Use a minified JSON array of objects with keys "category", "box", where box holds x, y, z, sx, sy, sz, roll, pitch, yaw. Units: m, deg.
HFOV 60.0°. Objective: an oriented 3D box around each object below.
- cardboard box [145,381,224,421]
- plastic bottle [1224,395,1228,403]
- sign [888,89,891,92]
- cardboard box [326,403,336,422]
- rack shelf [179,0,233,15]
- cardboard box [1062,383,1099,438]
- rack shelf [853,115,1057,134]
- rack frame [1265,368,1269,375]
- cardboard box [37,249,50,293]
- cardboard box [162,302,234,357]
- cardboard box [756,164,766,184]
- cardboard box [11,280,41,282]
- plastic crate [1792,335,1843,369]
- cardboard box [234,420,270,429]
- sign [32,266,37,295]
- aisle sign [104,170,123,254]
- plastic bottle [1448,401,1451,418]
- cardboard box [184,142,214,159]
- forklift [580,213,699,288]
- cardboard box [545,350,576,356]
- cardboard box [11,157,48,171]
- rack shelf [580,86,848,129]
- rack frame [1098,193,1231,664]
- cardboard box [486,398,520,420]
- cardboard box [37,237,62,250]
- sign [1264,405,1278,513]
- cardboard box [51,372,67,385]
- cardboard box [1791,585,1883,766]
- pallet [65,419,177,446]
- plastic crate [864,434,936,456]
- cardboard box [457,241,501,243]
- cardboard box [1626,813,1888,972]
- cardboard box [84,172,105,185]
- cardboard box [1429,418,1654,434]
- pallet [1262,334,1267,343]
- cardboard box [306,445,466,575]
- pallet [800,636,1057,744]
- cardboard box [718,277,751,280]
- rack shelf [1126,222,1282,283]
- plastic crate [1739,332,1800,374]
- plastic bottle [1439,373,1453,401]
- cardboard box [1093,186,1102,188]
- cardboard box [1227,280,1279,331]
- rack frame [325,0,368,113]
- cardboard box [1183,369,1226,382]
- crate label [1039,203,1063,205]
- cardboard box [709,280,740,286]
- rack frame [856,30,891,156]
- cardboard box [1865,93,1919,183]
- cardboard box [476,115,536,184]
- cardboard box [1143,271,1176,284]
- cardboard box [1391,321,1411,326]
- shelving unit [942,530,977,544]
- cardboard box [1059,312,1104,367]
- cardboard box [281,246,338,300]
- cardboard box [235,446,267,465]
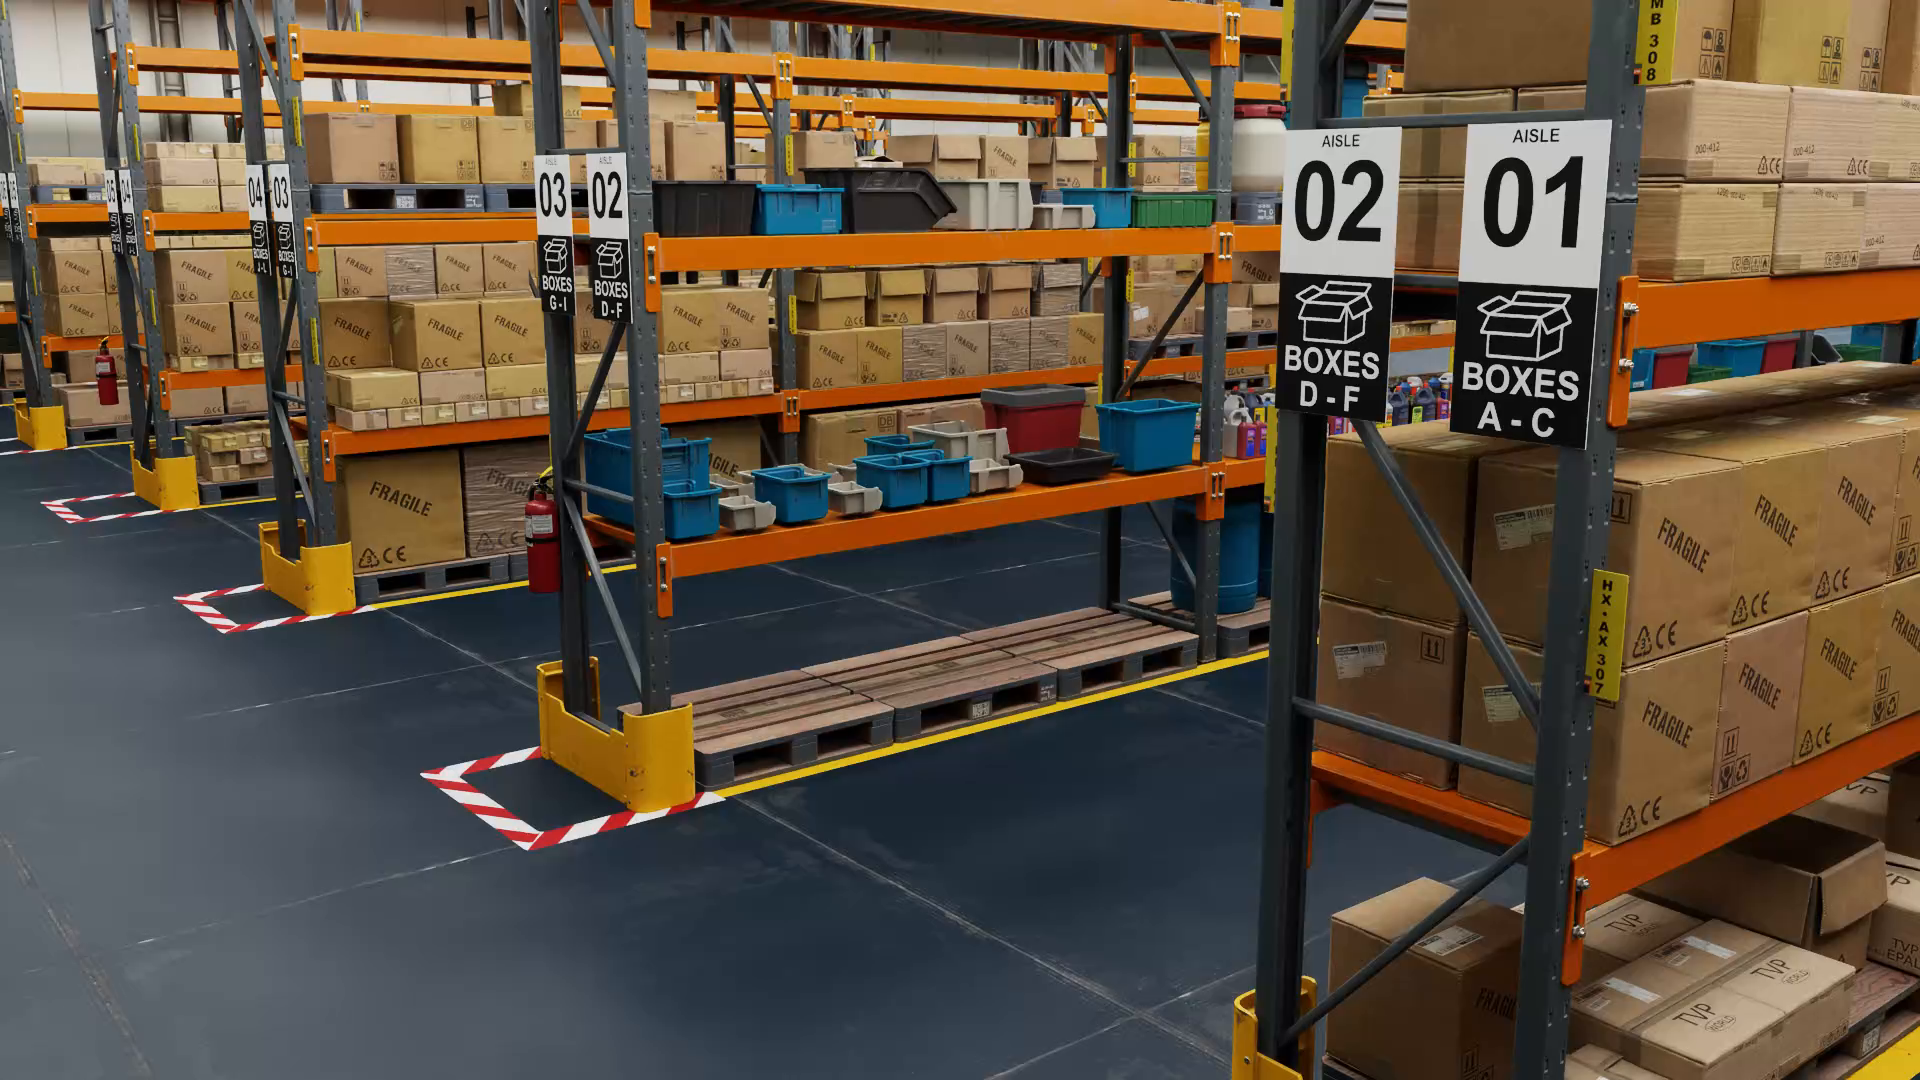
[{"category":"cardboard box","box":[-9.928,-1.813,21.103,0.875,0.438,0.875,-9,15,-36]},{"category":"plastic bottle","box":[1.832,-0.896,11.744,0.185,0.351,0.144,-9,15,-38]},{"category":"sign","box":[-1.372,-8.860,32.251,0.005,0.325,0.100,-9,15,-38]},{"category":"cardboard box","box":[-4.827,-1.008,12.761,0.250,0.149,0.380,-9,15,-37]},{"category":"rack shelf","box":[-12.632,-7.912,23.953,4.000,0.370,1.077,-9,15,-38]},{"category":"cardboard box","box":[0.796,-1.150,16.926,0.875,0.875,1.225,-10,16,-40]},{"category":"rack shelf","box":[-0.158,-7.037,27.843,4.000,0.370,1.077,-9,15,-38]},{"category":"rack frame","box":[4.575,-3.925,25.894,0.127,3.000,1.000,-9,15,-38]},{"category":"cardboard box","box":[-10.862,-3.278,20.198,0.500,0.500,0.500,-9,15,-36]},{"category":"cardboard box","box":[-7.396,-2.057,16.138,0.500,0.500,0.500,-9,15,-35]},{"category":"cardboard box","box":[-2.341,-4.221,19.825,0.500,0.500,0.500,-9,15,-38]},{"category":"cardboard box","box":[-13.597,-3.685,24.407,0.500,0.250,0.500,-9,15,-37]},{"category":"plastic crate","box":[8.053,-1.802,16.045,0.504,0.338,0.767,-9,15,-38]},{"category":"cardboard box","box":[-7.309,-1.139,17.189,0.250,0.149,0.380,-10,15,-39]},{"category":"sign","box":[-10.748,-3.010,19.310,0.005,0.325,0.100,-9,15,-38]},{"category":"aisle sign","box":[-8.163,-3.160,16.031,0.004,0.787,0.394,-9,15,-38]},{"category":"plastic bottle","box":[3.579,-0.917,12.205,0.097,0.201,0.097,0,12,0]},{"category":"cardboard box","box":[-7.313,-3.718,15.893,0.250,0.149,0.380,-9,15,-35]},{"category":"forklift","box":[-2.903,-1.943,16.721,1.130,2.935,3.031,7,14,29]},{"category":"cardboard box","box":[-3.489,-1.410,13.692,0.500,0.250,0.500,-9,15,-38]},{"category":"cardboard box","box":[-13.282,-5.307,23.622,0.500,0.250,0.500,-10,15,-38]},{"category":"rack shelf","box":[-3.234,-5.015,19.276,4.000,0.370,1.077,-9,15,-38]},{"category":"rack frame","box":[1.318,-0.747,10.927,0.127,3.000,1.000,-9,15,-38]},{"category":"cardboard box","box":[-3.615,-1.035,12.886,0.250,0.149,0.380,-10,15,-39]},{"category":"cardboard box","box":[-10.935,-3.573,20.026,0.250,0.149,0.380,-9,15,-37]},{"category":"sign","box":[0.955,-0.238,4.980,0.005,0.325,0.100,-9,15,-38]},{"category":"cardboard box","box":[-13.301,-2.367,24.408,0.250,0.149,0.380,-10,16,-40]},{"category":"cardboard box","box":[2.591,0.379,5.380,0.500,0.500,0.500,-9,15,-38]},{"category":"pallet","box":[-10.515,-1.391,20.674,1.213,0.211,1.003,-9,15,-38]},{"category":"plastic crate","box":[-0.362,-0.484,9.945,0.300,0.233,0.416,-9,15,-38]},{"category":"cardboard box","box":[-5.300,-3.033,18.326,0.500,0.500,0.500,-9,15,-36]},{"category":"cardboard box","box":[2.946,1.307,6.203,0.637,0.503,0.797,-9,15,-38]},{"category":"cardboard box","box":[-10.517,-4.378,20.157,0.250,0.149,0.380,-11,16,-42]},{"category":"cardboard box","box":[1.856,-0.131,5.374,0.500,0.500,0.500,-9,15,-36]},{"category":"pallet","box":[3.783,-2.419,19.263,1.213,0.211,1.003,-9,15,-38]},{"category":"cardboard box","box":[-4.449,-0.294,12.895,0.875,0.875,0.875,-9,15,-38]},{"category":"pallet","box":[-0.185,0.877,9.988,1.213,0.211,1.003,-9,15,-38]},{"category":"cardboard box","box":[-2.763,-3.132,20.317,0.250,0.149,0.380,-10,16,-40]},{"category":"rack shelf","box":[2.880,-2.122,11.912,4.000,0.370,1.077,-9,15,-38]},{"category":"plastic crate","box":[7.378,-1.704,15.280,0.583,0.464,0.402,-9,15,-38]},{"category":"plastic bottle","box":[3.902,-1.202,13.367,0.135,0.276,0.152,-9,15,-38]},{"category":"cardboard box","box":[1.566,-3.565,17.337,0.500,0.250,0.500,-9,15,-38]},{"category":"cardboard box","box":[3.175,-2.605,18.415,0.637,0.503,0.797,-8,14,-32]},{"category":"rack frame","box":[-7.967,-6.093,21.657,0.127,3.000,1.000,-9,15,-38]},{"category":"cardboard box","box":[3.401,-2.878,25.067,0.875,0.875,0.875,-10,15,-39]},{"category":"crate label","box":[0.756,-2.069,10.565,0.466,0.136,0.293,-9,15,-38]},{"category":"cardboard box","box":[-2.779,-2.956,19.488,0.250,0.149,0.380,-9,15,-35]},{"category":"rack frame","box":[-1.700,-8.454,32.779,0.127,3.000,1.000,-9,15,-38]},{"category":"cardboard box","box":[2.631,-1.217,5.075,0.500,0.250,0.500,-9,15,-38]},{"category":"cardboard box","box":[-3.638,-3.007,12.854,0.500,0.500,0.700,-11,16,-41]},{"category":"cardboard box","box":[2.643,-3.656,24.262,0.550,0.550,0.875,-9,15,-38]},{"category":"cardboard box","box":[4.861,-2.832,19.786,0.500,0.500,0.875,-9,15,-38]},{"category":"shelving unit","box":[-0.006,-0.439,14.530,0.210,0.900,0.258,-9,15,-38]},{"category":"cardboard box","box":[1.117,-2.014,16.654,0.500,0.500,0.500,-9,15,-36]},{"category":"cardboard box","box":[-6.592,-2.678,16.657,0.500,0.500,0.500,-10,15,-39]},{"category":"cardboard box","box":[-7.100,-0.858,16.586,0.250,0.149,0.380,-10,15,-38]}]
